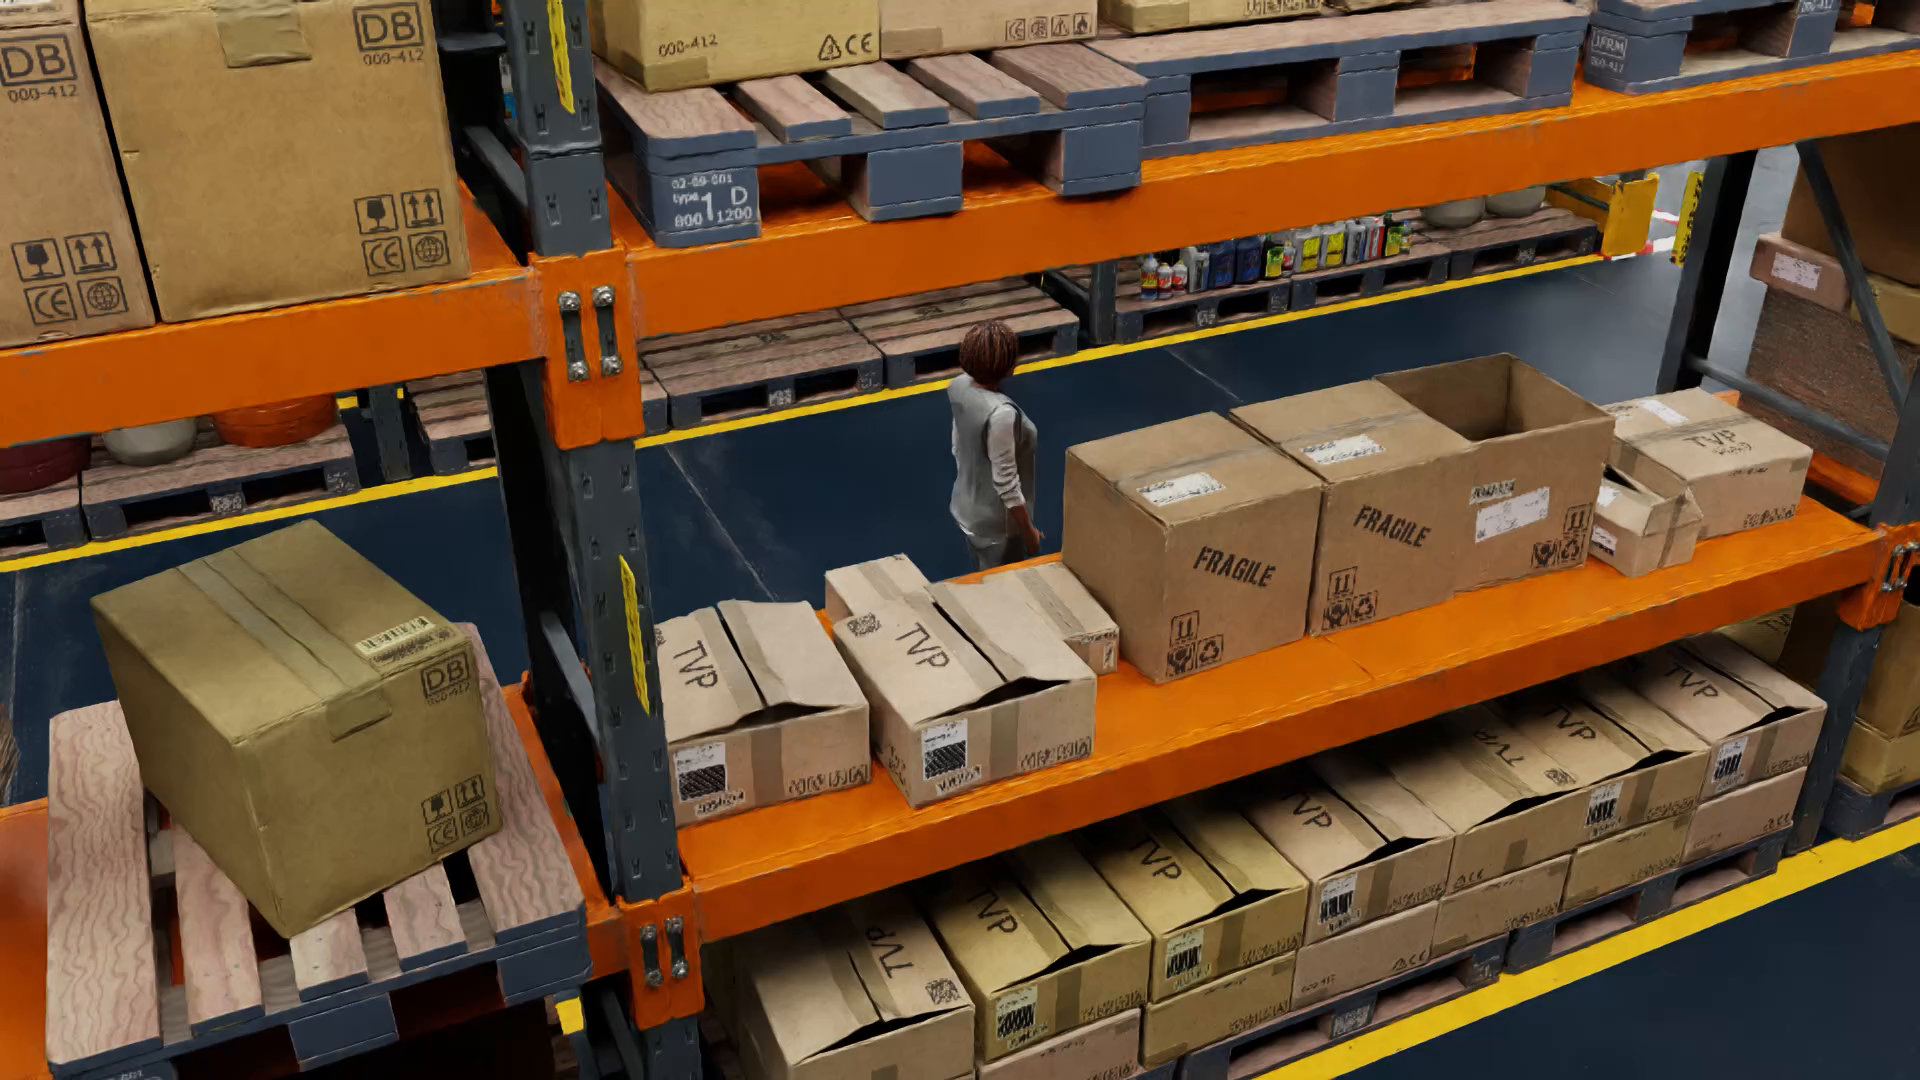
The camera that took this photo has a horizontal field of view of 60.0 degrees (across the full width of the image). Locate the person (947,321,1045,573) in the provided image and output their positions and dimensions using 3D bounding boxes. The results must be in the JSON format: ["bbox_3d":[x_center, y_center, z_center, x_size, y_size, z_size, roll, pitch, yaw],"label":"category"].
[{"bbox_3d":[0.114,-0.068,6.287,0.359,1.629,0.445,-12,32,-20],"label":"person"}]
